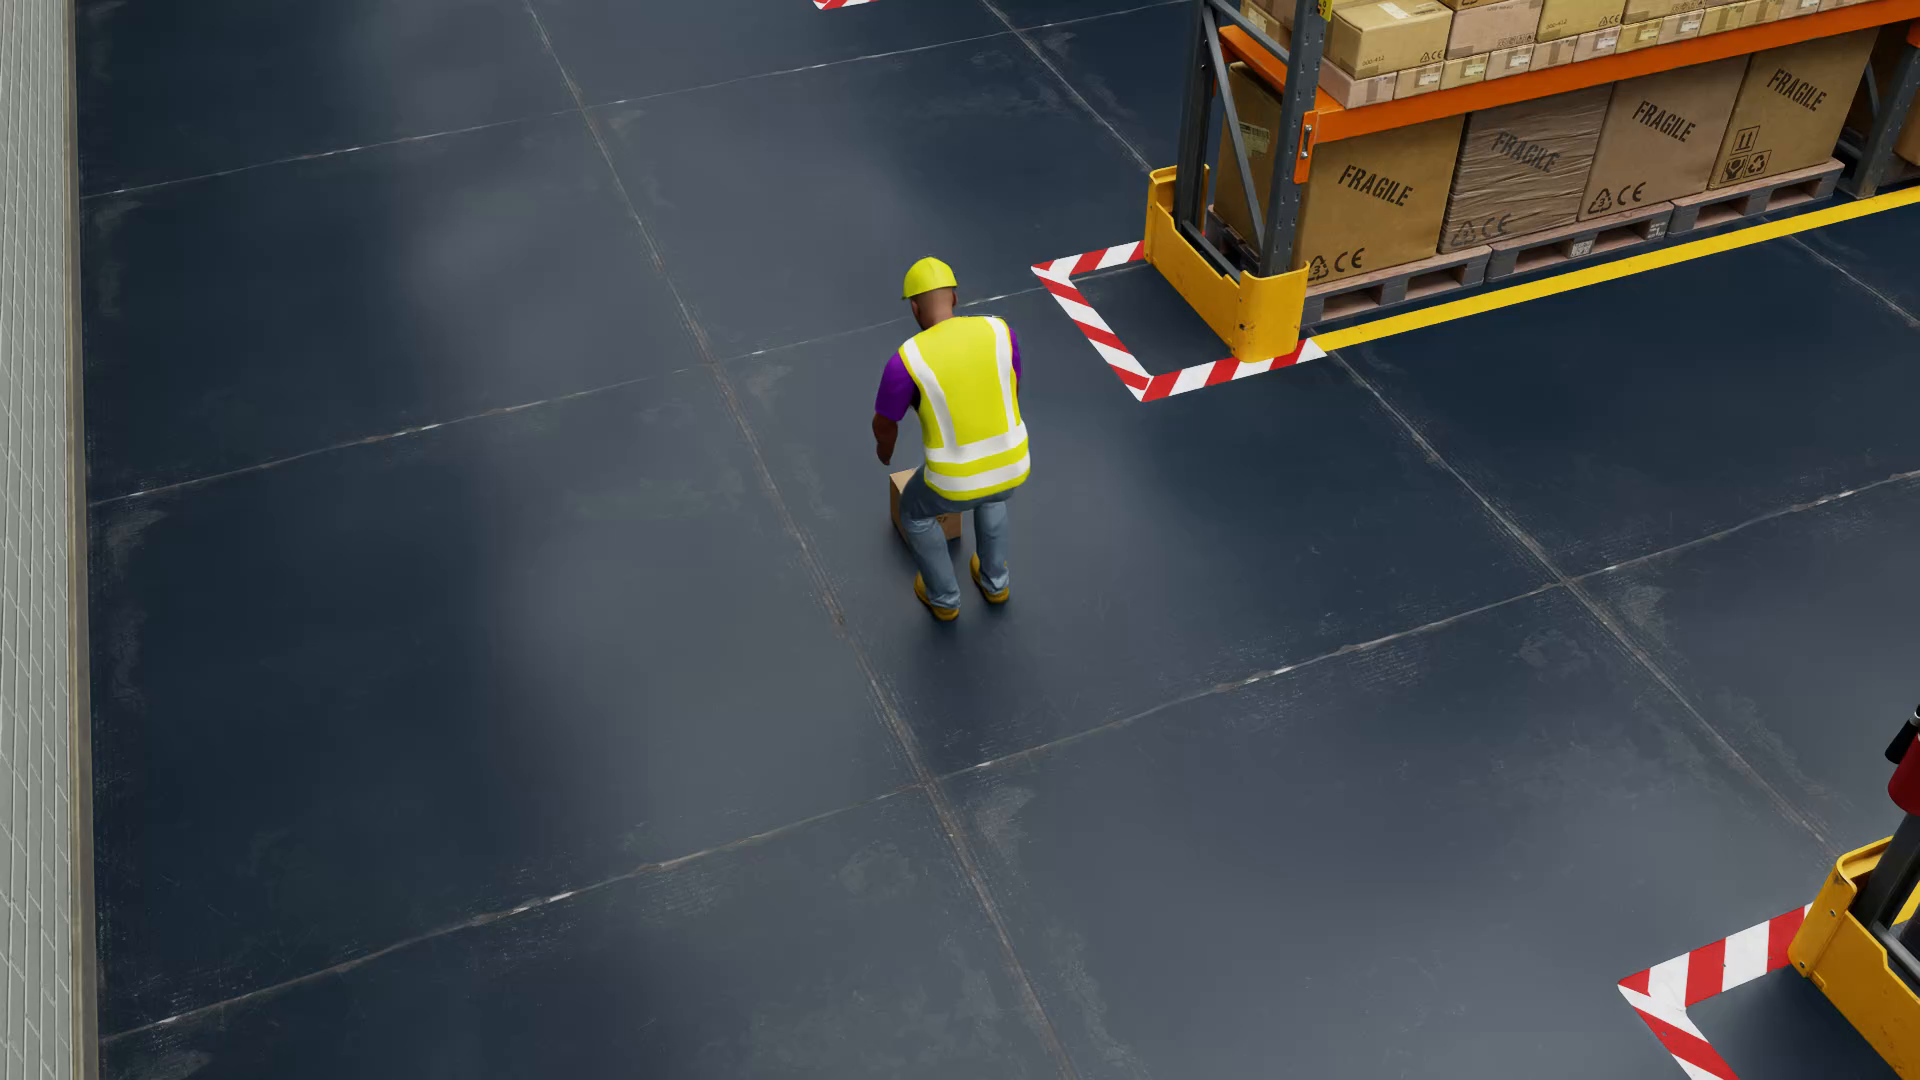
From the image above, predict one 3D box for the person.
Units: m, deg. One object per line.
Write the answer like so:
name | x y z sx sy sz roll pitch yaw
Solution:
person | -0.033 -0.364 6.722 0.625 1.544 0.666 -15 44 -16
